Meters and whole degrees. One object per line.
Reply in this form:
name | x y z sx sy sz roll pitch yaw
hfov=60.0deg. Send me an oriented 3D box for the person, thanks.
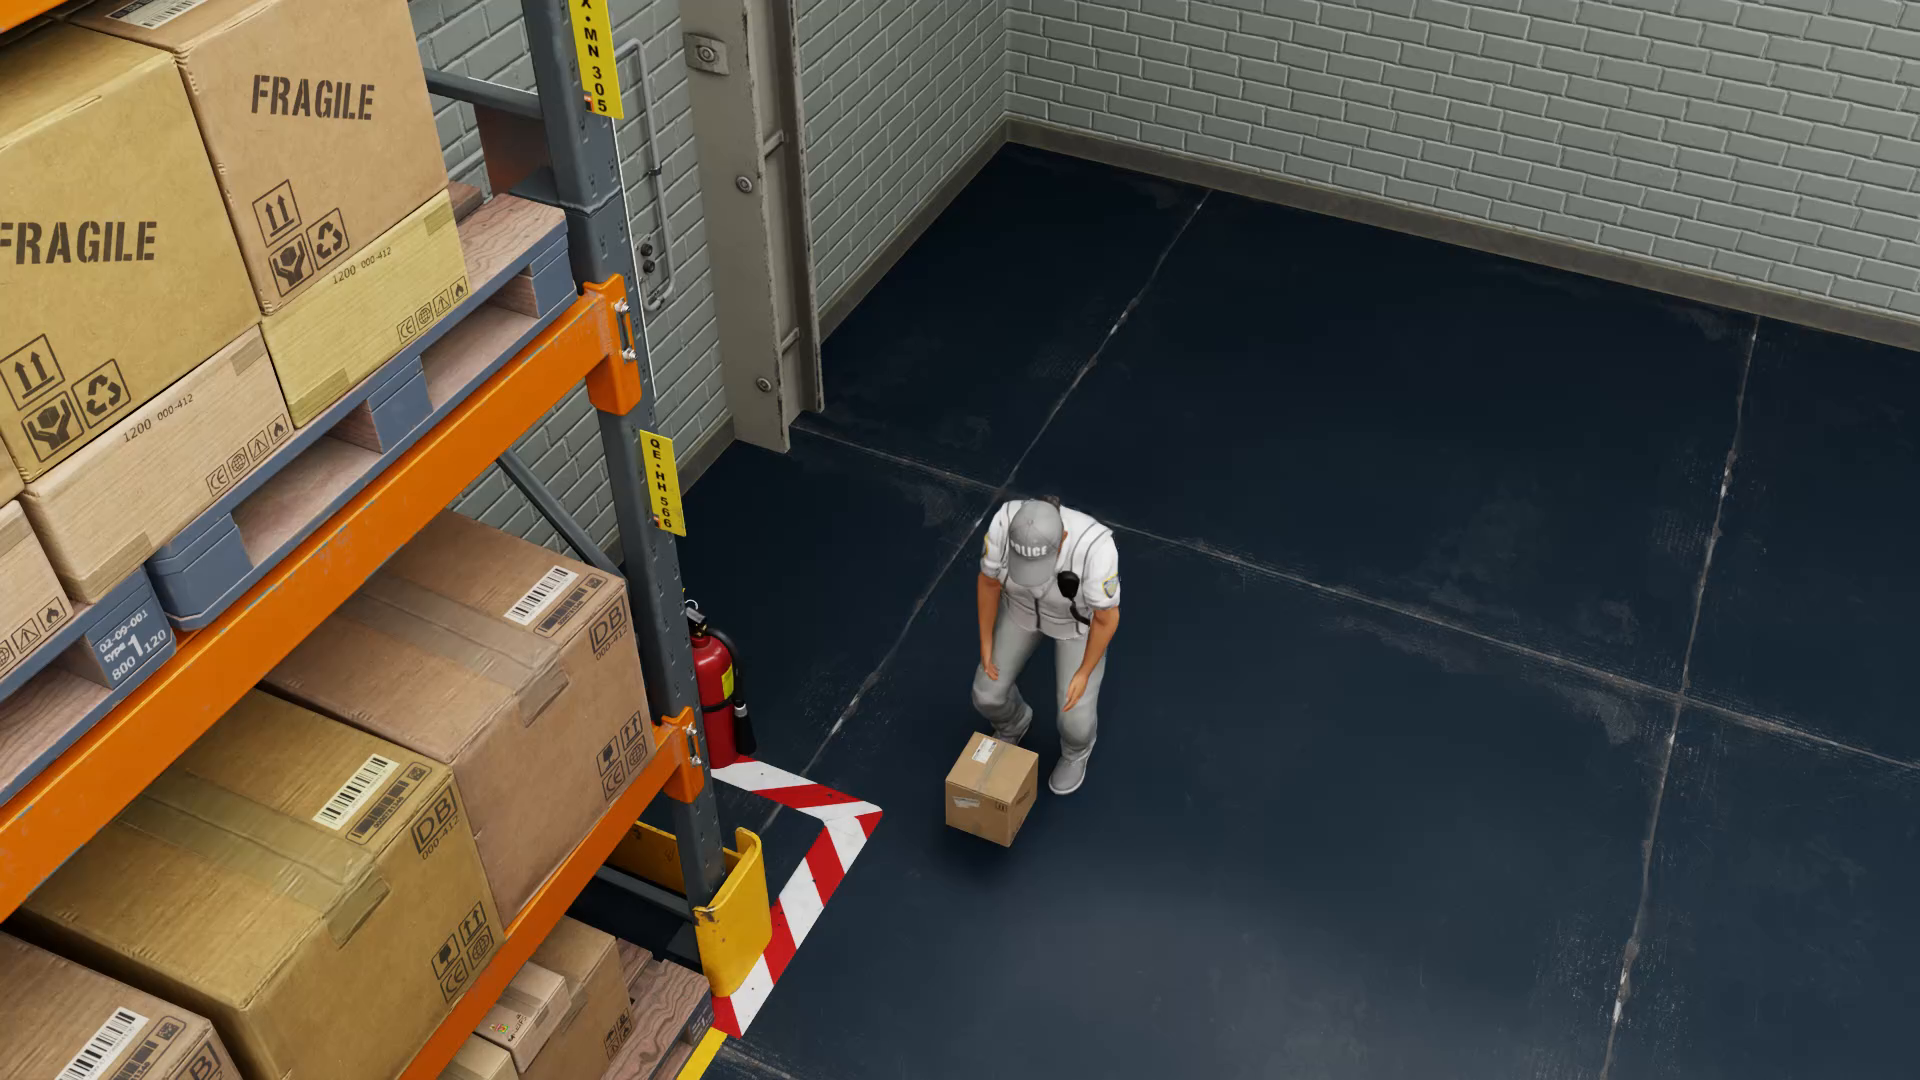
person | 0.326 0.330 5.942 0.528 1.480 0.652 18 45 19
